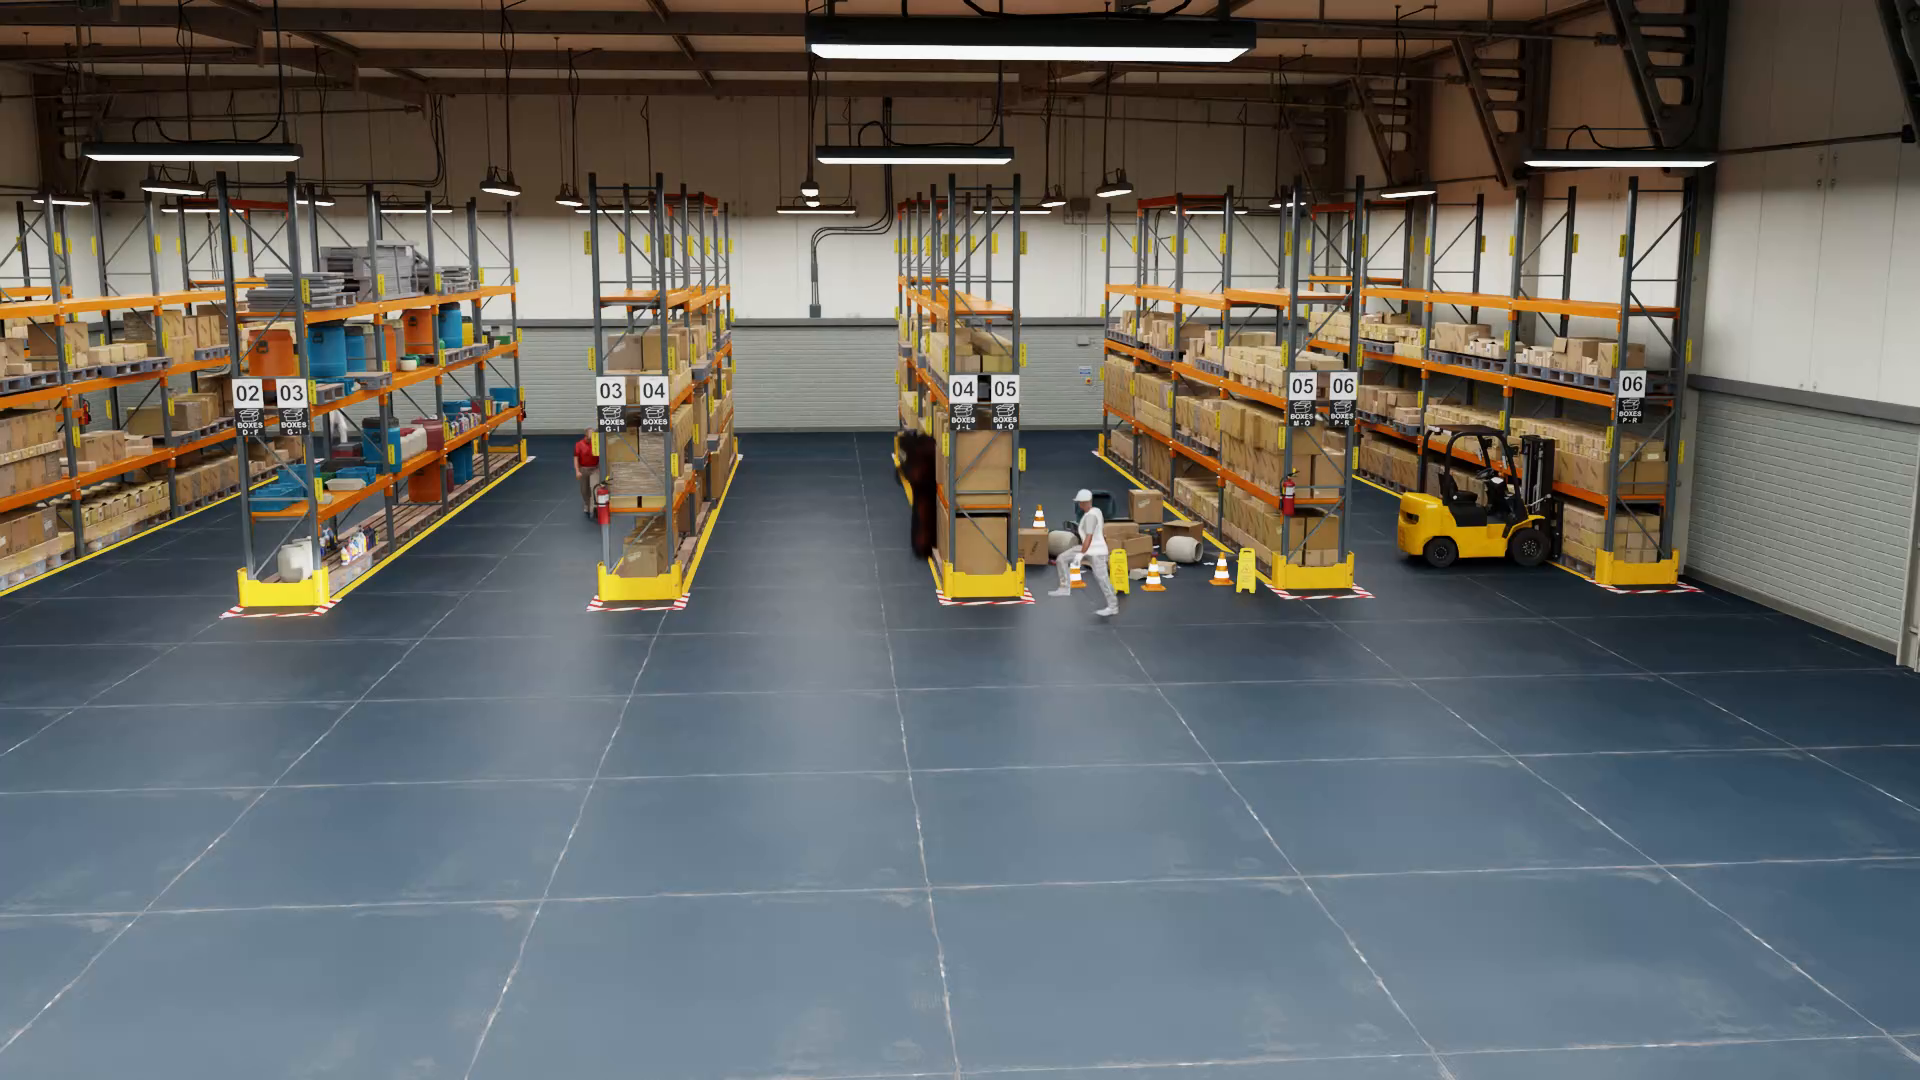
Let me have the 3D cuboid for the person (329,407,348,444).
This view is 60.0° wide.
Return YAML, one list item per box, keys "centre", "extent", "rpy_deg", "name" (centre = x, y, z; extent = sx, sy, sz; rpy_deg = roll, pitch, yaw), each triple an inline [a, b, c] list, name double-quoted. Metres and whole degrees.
- centre: [-14.964, -2.855, 39.849]
  extent: [0.627, 1.736, 1.102]
  rpy_deg: [-7, 12, -36]
  name: "person"

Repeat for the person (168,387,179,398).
- centre: [-19.108, -2.880, 40.435]
  extent: [0.602, 1.691, 0.860]
  rpy_deg: [-1, 10, -5]
  name: "person"

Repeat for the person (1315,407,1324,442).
- centre: [7.450, -2.090, 35.489]
  extent: [0.613, 1.763, 0.575]
  rpy_deg: [-1, 10, -4]
  name: "person"

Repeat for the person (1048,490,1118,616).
- centre: [1.707, 0.180, 22.537]
  extent: [0.925, 1.734, 0.544]
  rpy_deg: [-3, 10, -16]
  name: "person"

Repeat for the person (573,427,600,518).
- centre: [-6.947, -1.269, 31.032]
  extent: [0.487, 1.673, 1.048]
  rpy_deg: [-1, 10, -4]
  name: "person"
